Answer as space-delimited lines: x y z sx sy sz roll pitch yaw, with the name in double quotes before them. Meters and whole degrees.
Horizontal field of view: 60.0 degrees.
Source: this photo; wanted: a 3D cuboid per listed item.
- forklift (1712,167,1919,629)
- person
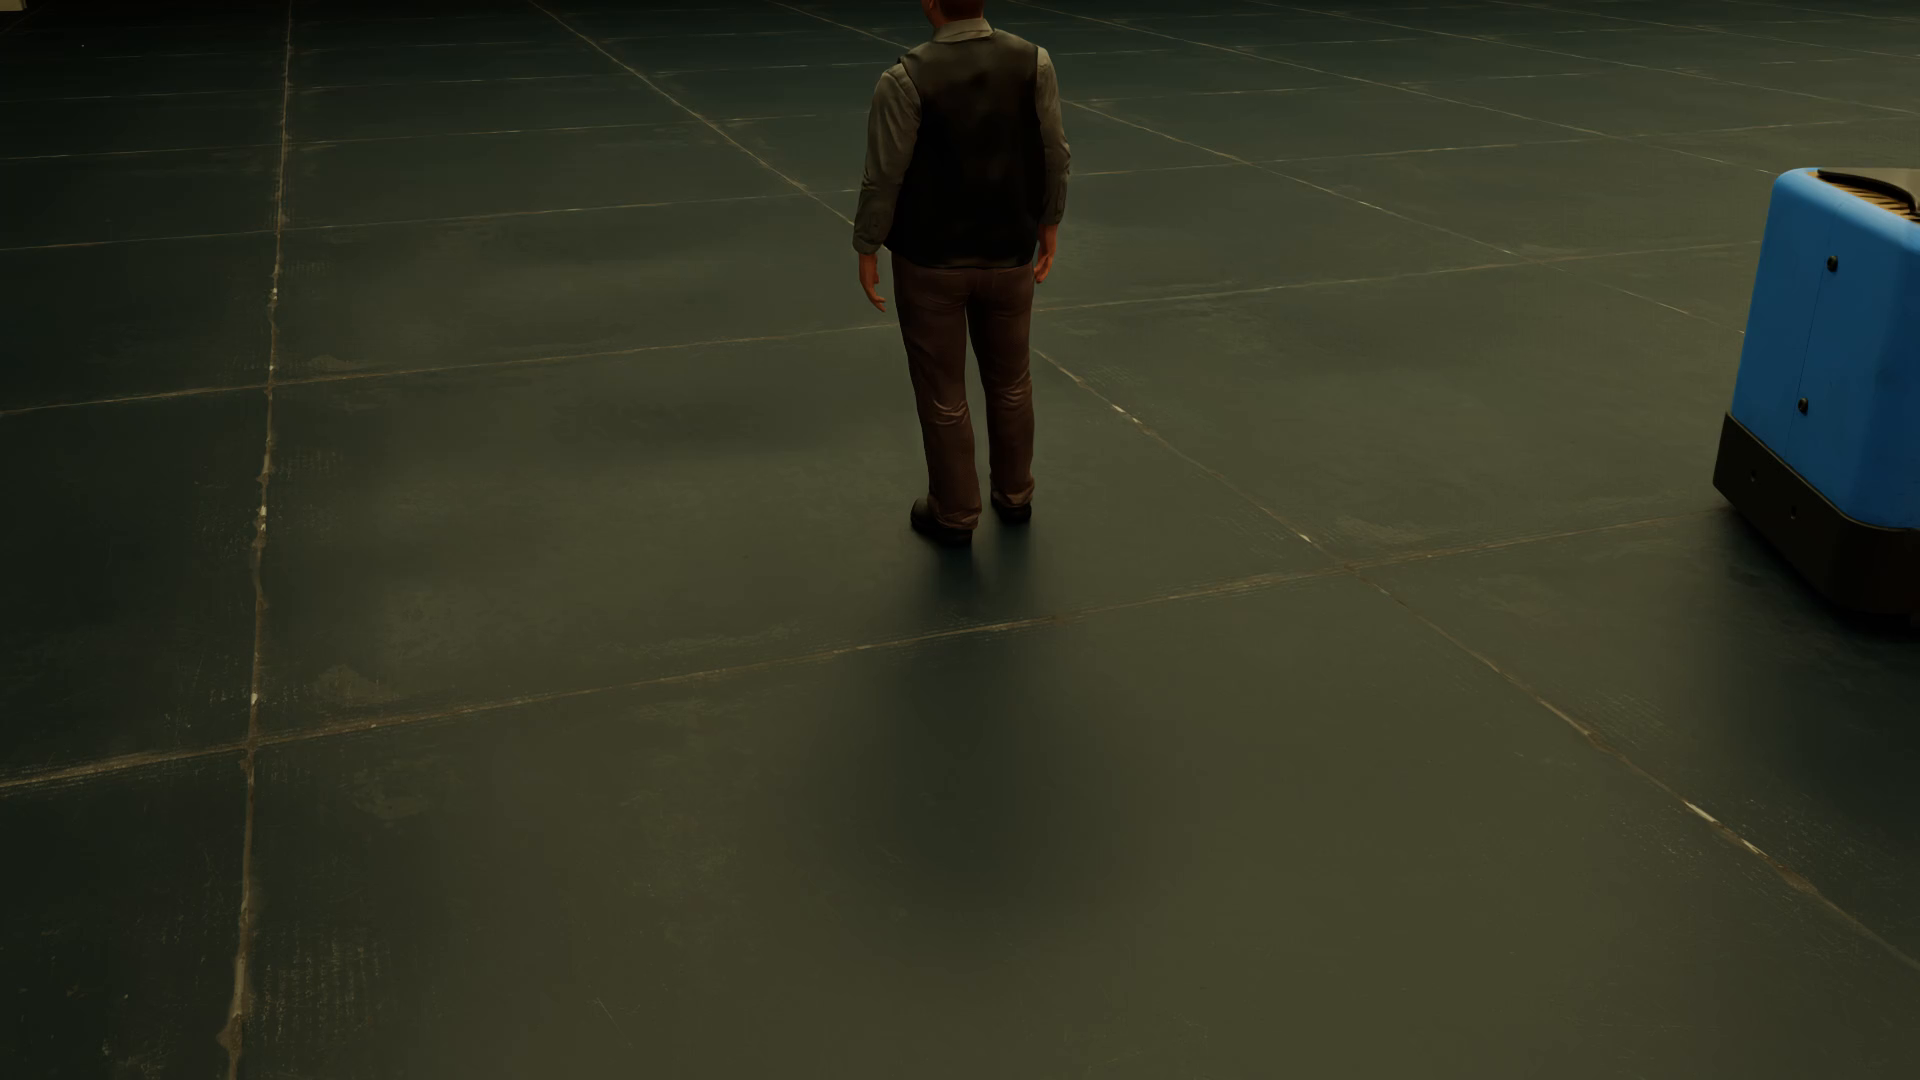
"forklift" 3.889 -1.257 4.287 3.031 2.935 1.130 1 23 3
"person" -0.015 -0.824 4.800 0.634 1.722 0.566 -8 24 -18
